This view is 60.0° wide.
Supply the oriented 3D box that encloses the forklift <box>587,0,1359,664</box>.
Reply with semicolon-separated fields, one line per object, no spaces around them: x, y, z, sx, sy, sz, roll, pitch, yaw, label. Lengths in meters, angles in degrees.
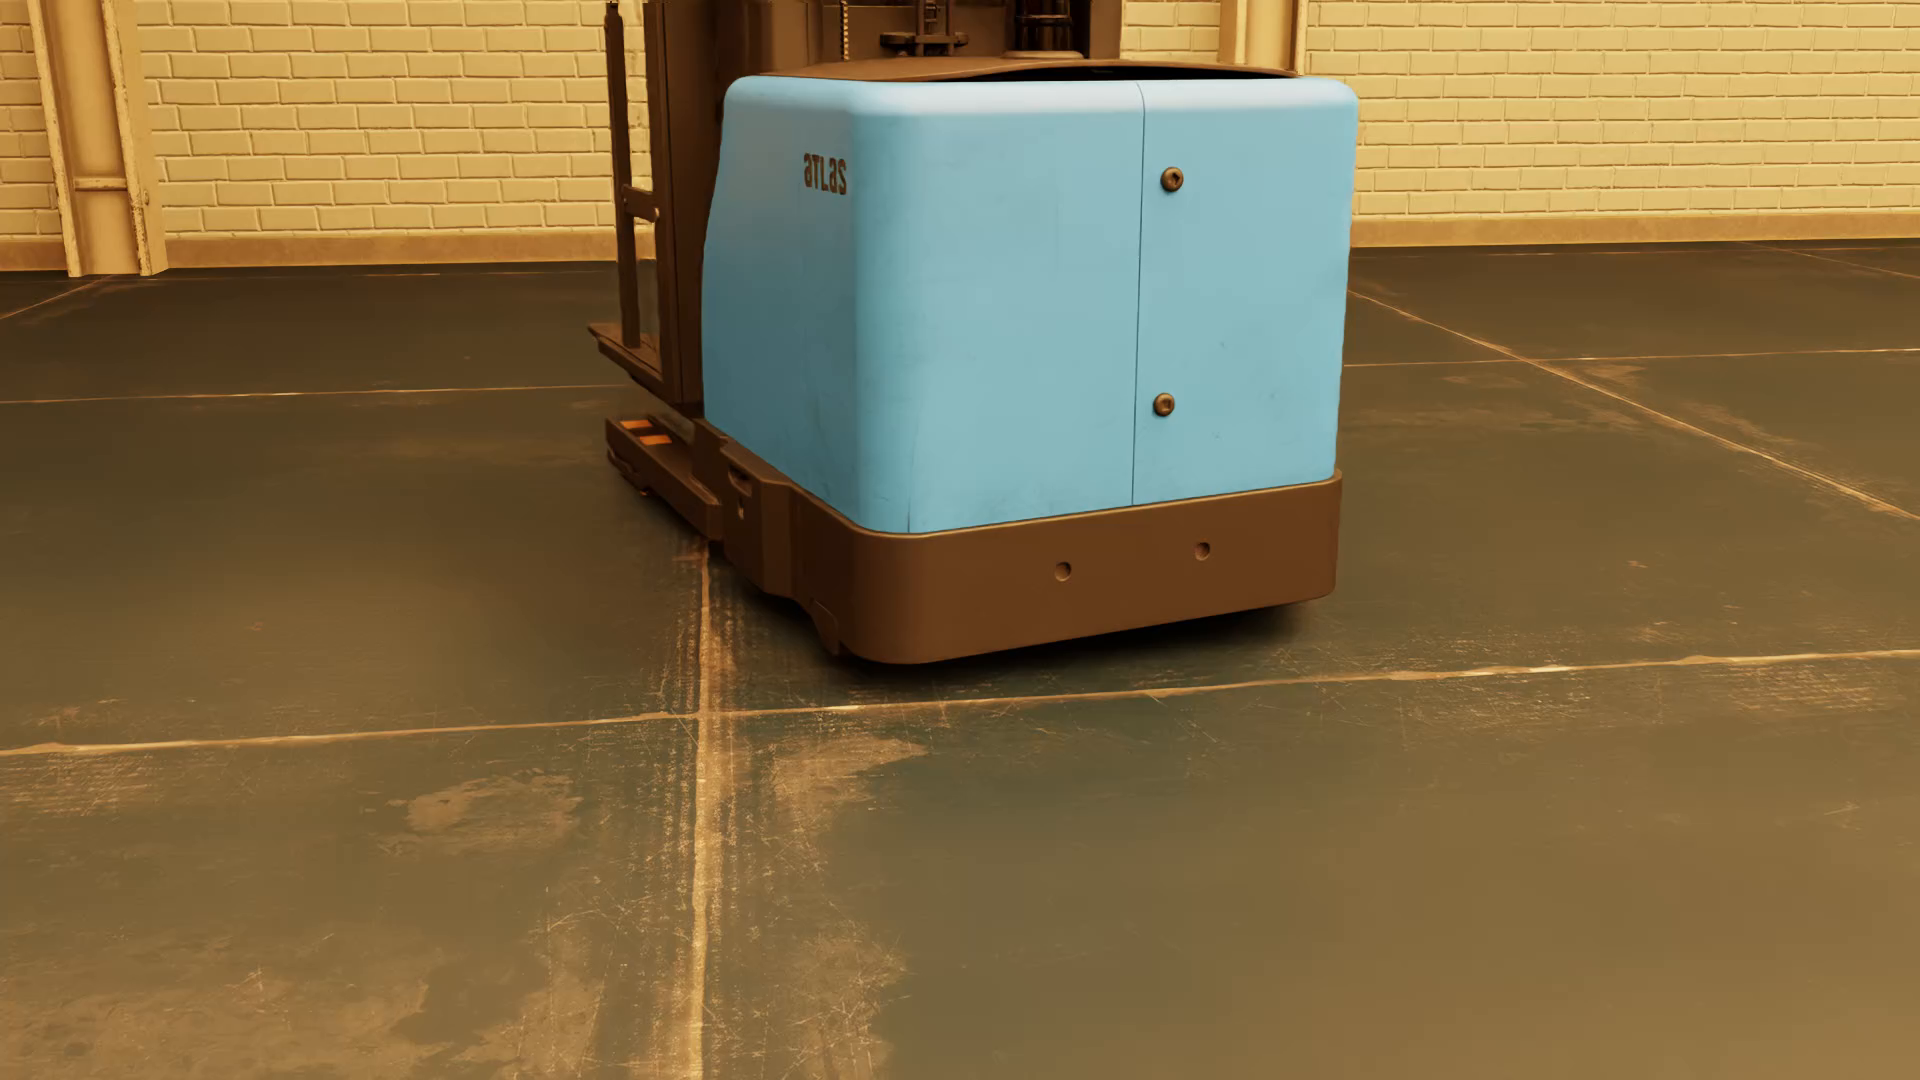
-0.310;-1.561;4.066;1.130;2.935;3.031;-8;18;-24;forklift
